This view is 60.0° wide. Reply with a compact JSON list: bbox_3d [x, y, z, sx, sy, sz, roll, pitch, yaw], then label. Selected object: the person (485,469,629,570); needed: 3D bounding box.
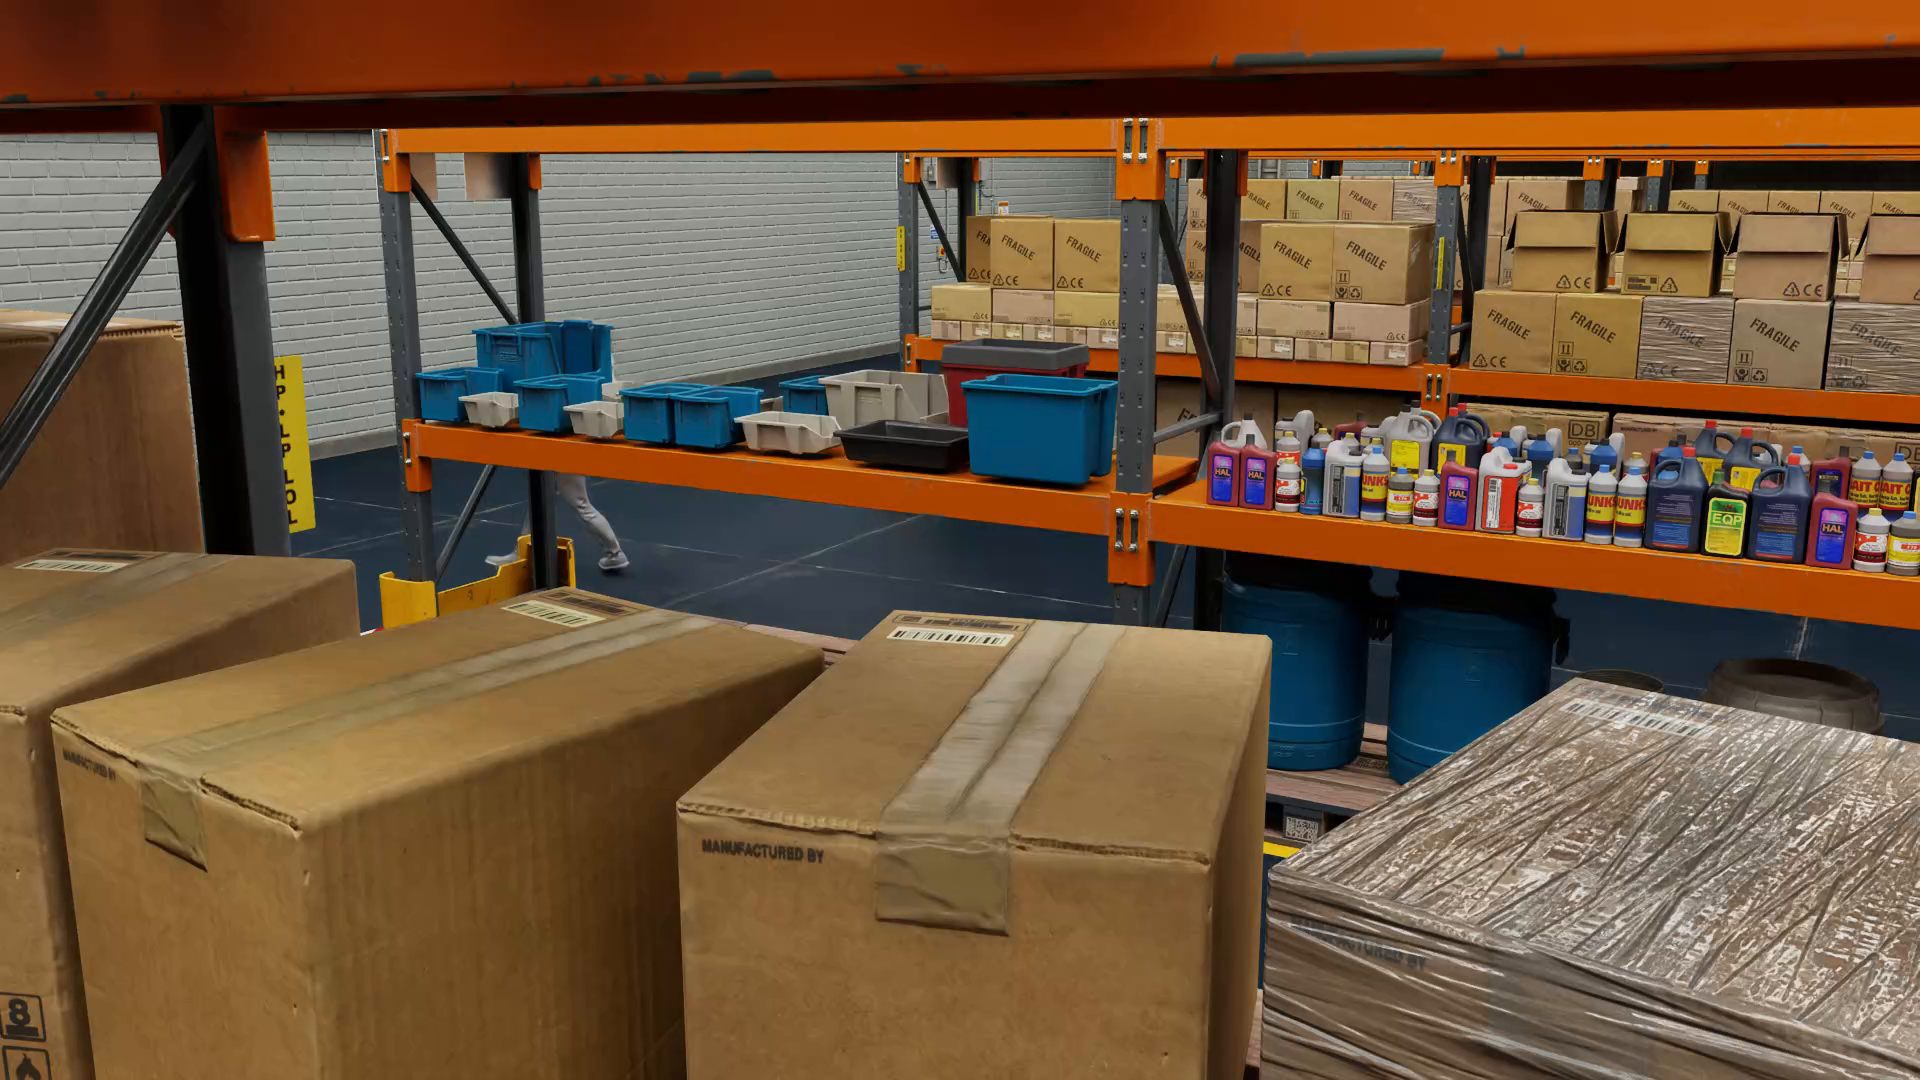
[{"bbox_3d":[-2.592,-0.566,10.467,0.904,1.618,0.502,-1,13,-3],"label":"person"}]
